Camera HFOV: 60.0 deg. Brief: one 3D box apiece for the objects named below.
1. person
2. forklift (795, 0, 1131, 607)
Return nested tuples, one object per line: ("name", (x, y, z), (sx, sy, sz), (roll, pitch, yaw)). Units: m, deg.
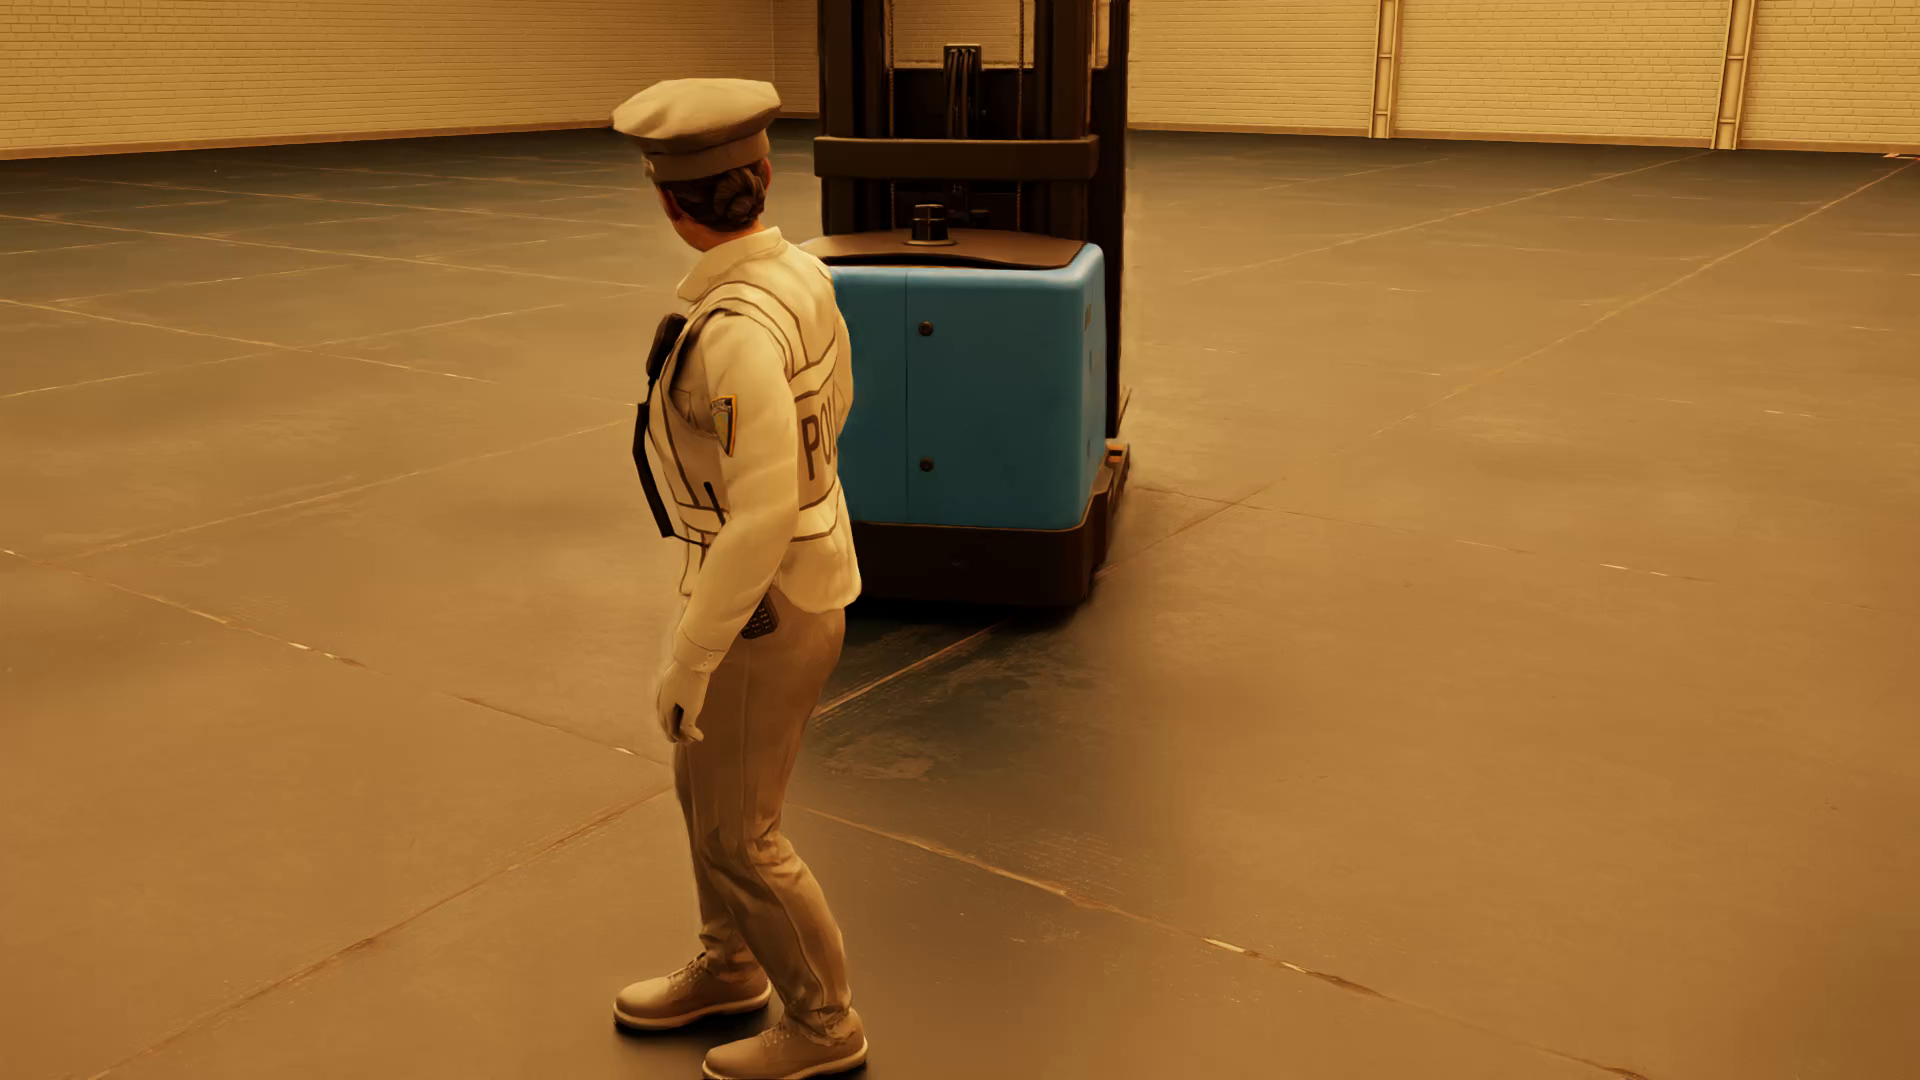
("person", (-0.390, 0.116, 2.679), (0.464, 1.655, 0.692), (-1, 17, -3))
("forklift", (0.085, -1.579, 6.114), (1.130, 2.935, 3.031), (3, 17, 9))
